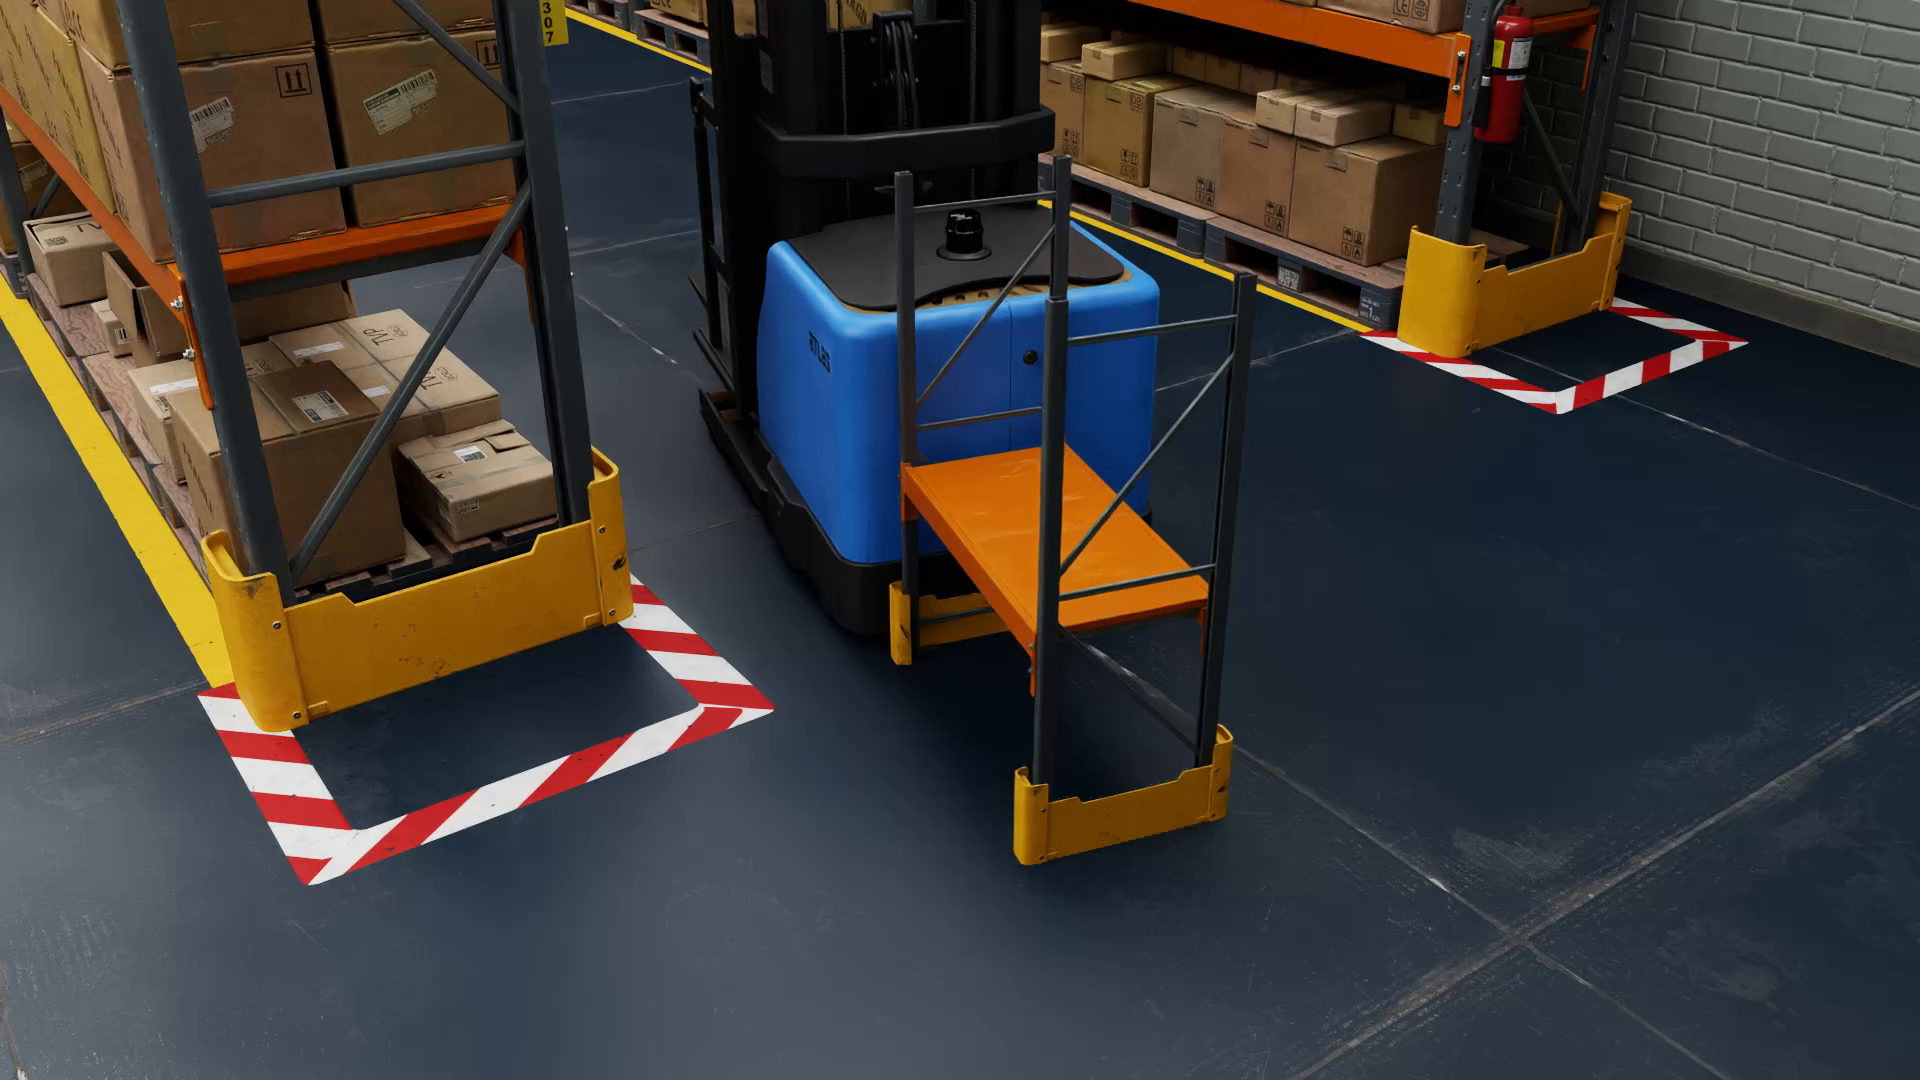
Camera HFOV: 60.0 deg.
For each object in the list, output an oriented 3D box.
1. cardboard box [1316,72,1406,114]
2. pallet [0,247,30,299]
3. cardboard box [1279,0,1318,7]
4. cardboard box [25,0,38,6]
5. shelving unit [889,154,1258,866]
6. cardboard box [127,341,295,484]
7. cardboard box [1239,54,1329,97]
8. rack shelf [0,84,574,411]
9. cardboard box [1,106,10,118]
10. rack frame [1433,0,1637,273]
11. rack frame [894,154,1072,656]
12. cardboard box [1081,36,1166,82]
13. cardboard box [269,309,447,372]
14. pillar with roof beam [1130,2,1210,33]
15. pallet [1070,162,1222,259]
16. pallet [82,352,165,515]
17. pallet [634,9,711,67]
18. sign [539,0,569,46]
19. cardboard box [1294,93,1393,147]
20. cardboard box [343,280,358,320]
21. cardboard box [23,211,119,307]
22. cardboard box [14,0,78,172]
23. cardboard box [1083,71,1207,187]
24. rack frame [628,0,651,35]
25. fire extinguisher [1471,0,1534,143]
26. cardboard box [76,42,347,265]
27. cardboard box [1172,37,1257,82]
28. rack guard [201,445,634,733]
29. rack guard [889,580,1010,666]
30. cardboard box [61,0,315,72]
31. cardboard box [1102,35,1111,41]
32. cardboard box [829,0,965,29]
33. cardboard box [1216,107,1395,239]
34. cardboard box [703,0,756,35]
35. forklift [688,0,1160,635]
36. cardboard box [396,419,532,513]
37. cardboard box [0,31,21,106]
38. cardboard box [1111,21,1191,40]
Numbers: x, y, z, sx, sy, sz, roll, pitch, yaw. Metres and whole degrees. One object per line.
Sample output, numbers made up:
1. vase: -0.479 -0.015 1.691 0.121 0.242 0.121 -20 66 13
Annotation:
1. cardboard box: 1.935 -2.147 8.060 0.380 0.149 0.250 -19 34 -31
2. pallet: -4.374 -1.591 8.458 1.003 0.211 1.213 -19 34 -31
3. cardboard box: 1.747 -2.935 7.698 0.980 0.700 0.700 -19 34 -31
4. cardboard box: -2.632 -1.932 5.012 0.500 0.500 0.500 -18 33 -29
5. shelving unit: 0.247 -0.117 4.395 0.587 1.500 1.083 -10 30 -18
6. cardboard box: -2.594 -0.461 5.877 0.500 0.250 0.500 -19 34 -31
7. cardboard box: 1.642 -2.343 8.421 0.380 0.149 0.250 -18 33 -30
8. rack shelf: -2.711 -1.417 5.970 1.077 0.370 4.000 -19 34 -31
9. cardboard box: -4.671 -1.912 8.286 0.500 0.500 0.500 -19 34 -30
10. rack frame: 2.482 -2.328 6.894 1.000 3.000 0.127 -19 34 -31
11. rack frame: 0.065 -0.349 4.820 0.500 1.500 0.032 -10 30 -18
12. cardboard box: 0.865 -2.549 8.800 0.380 0.149 0.250 -20 34 -32
13. cardboard box: -2.216 -0.619 6.167 0.500 0.250 0.500 -19 34 -31
14. pillar with roof beam: -2.235 -5.295 6.071 9.100 9.000 0.400 -19 34 -31
15. pallet: 1.251 -1.866 8.965 1.003 0.211 1.213 -19 34 -31
16. pallet: -2.762 -0.543 6.529 1.003 0.211 1.213 -19 34 -31
17. pallet: -1.763 -3.886 12.683 1.003 0.211 1.213 -19 34 -31
18. sign: -1.109 -1.486 4.436 0.100 0.325 0.005 -19 34 -31
19. cardboard box: 1.771 -1.943 7.685 0.380 0.149 0.250 -19 34 -31
20. cardboard box: -2.875 -1.088 6.966 0.500 0.311 0.500 -19 34 -31
21. cardboard box: -3.804 -1.299 7.356 0.500 0.311 0.500 -19 34 -31
22. cardboard box: -2.621 -1.494 5.254 0.500 0.500 0.500 -18 34 -30
23. cardboard box: 1.096 -2.254 8.936 0.700 0.500 0.500 -18 33 -30
24. rack frame: -2.159 -5.438 12.621 1.000 3.000 0.127 -19 34 -31
25. fire extinguisher: 2.193 -1.944 6.658 0.296 0.674 0.183 -19 34 -31
26. cardboard box: -2.033 -1.098 4.524 0.500 0.500 0.500 -18 33 -29
27. cardboard box: 1.346 -2.542 8.786 0.380 0.149 0.250 -19 34 -31
28. rack guard: -1.595 0.113 5.017 1.175 0.500 0.348 -19 34 -31
29. rack guard: 0.072 0.209 5.103 0.587 0.250 0.087 -10 30 -18
30. cardboard box: -2.033 -1.536 4.282 0.500 0.500 0.500 -19 34 -31
31. cardboard box: 0.512 -2.650 9.666 0.700 0.500 0.500 -18 33 -30
32. cardboard box: -0.321 -3.340 10.569 0.750 0.750 0.750 -18 33 -30
33. cardboard box: 1.704 -1.853 8.199 0.700 0.500 0.500 -19 34 -31
34. cardboard box: -1.336 -4.014 11.810 0.750 0.750 0.750 -19 34 -31
35. forklift: -0.378 -1.686 5.783 1.130 2.935 3.031 -10 30 -18
36. cardboard box: -1.659 -0.259 5.591 0.380 0.166 0.250 -19 34 -31
37. cardboard box: -3.210 -1.888 5.978 0.500 0.500 0.500 -19 34 -31
38. cardboard box: 1.050 -2.740 9.152 0.380 0.149 0.250 -20 34 -32
